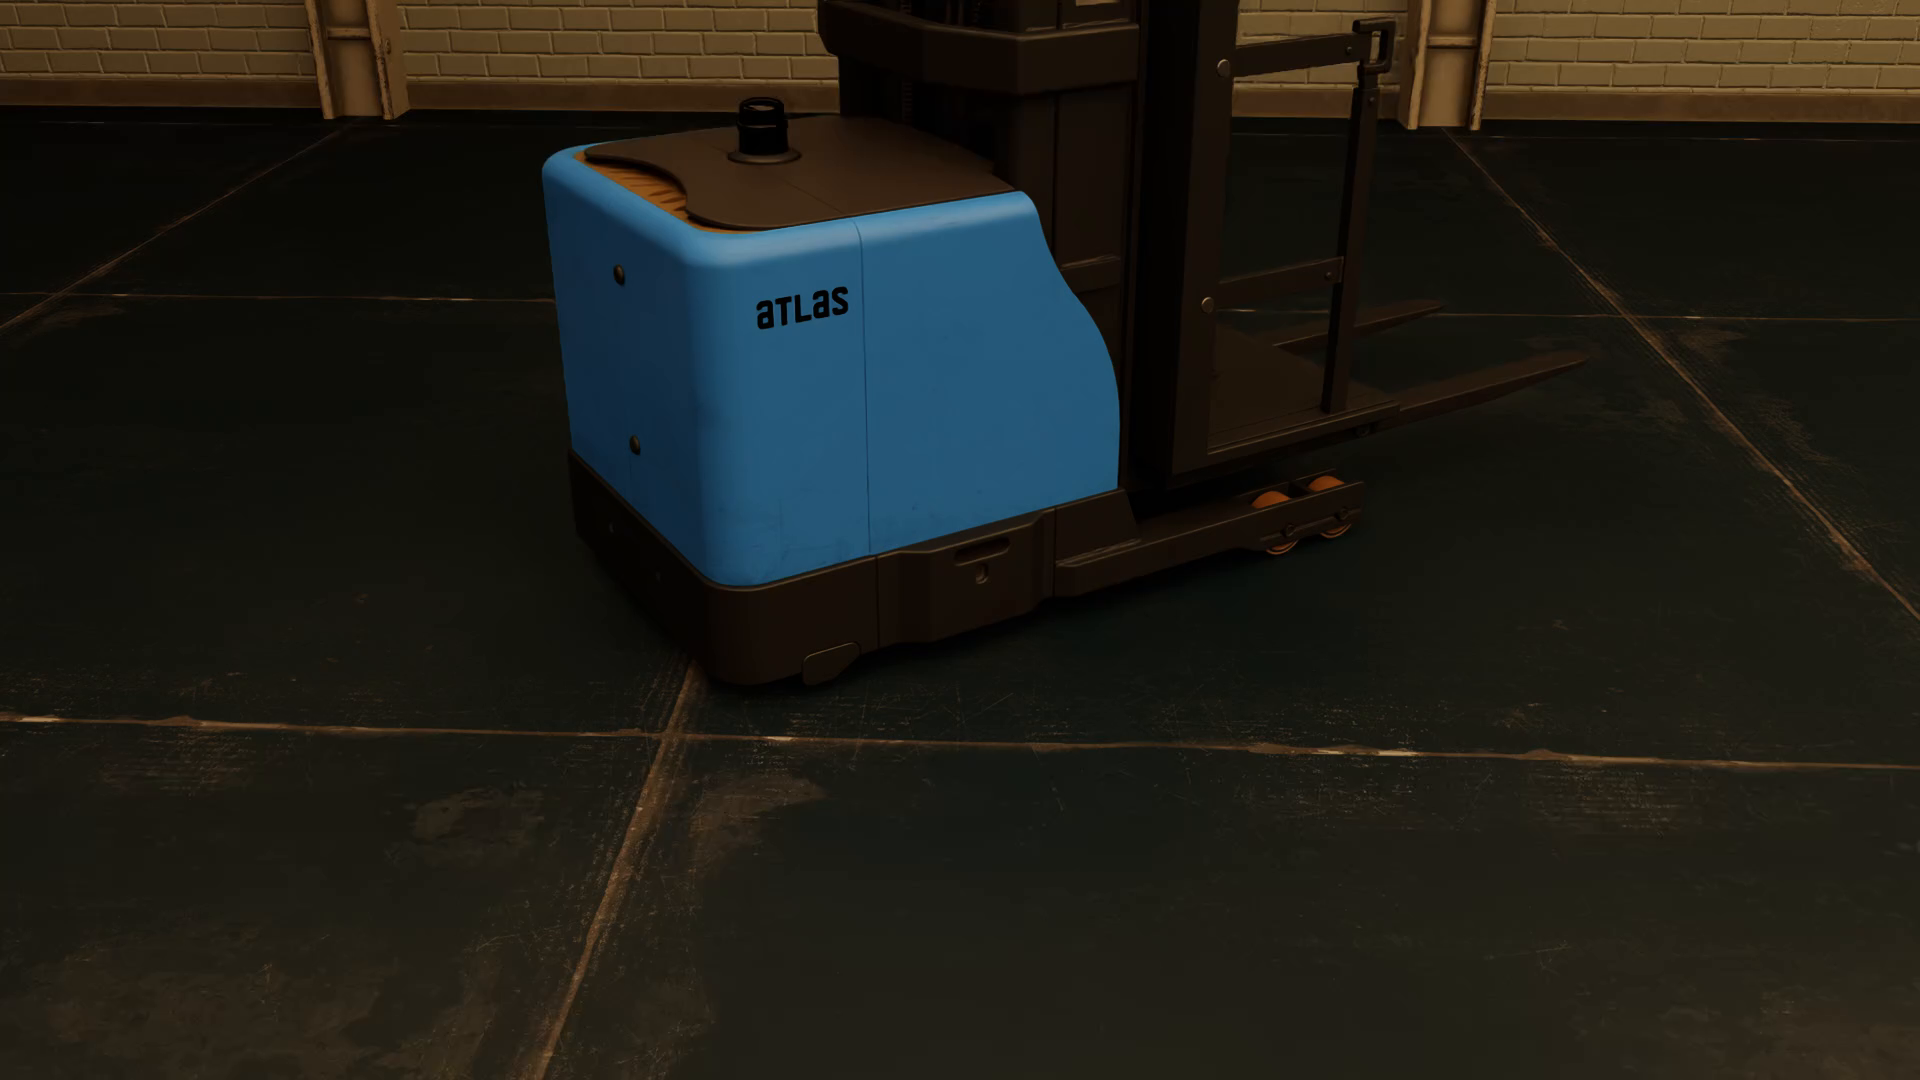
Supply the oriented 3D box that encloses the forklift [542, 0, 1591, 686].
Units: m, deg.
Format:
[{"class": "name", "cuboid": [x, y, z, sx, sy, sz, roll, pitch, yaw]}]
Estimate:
[{"class": "forklift", "cuboid": [0.502, -1.458, 4.164, 3.031, 2.935, 1.130, -15, 30, -28]}]
